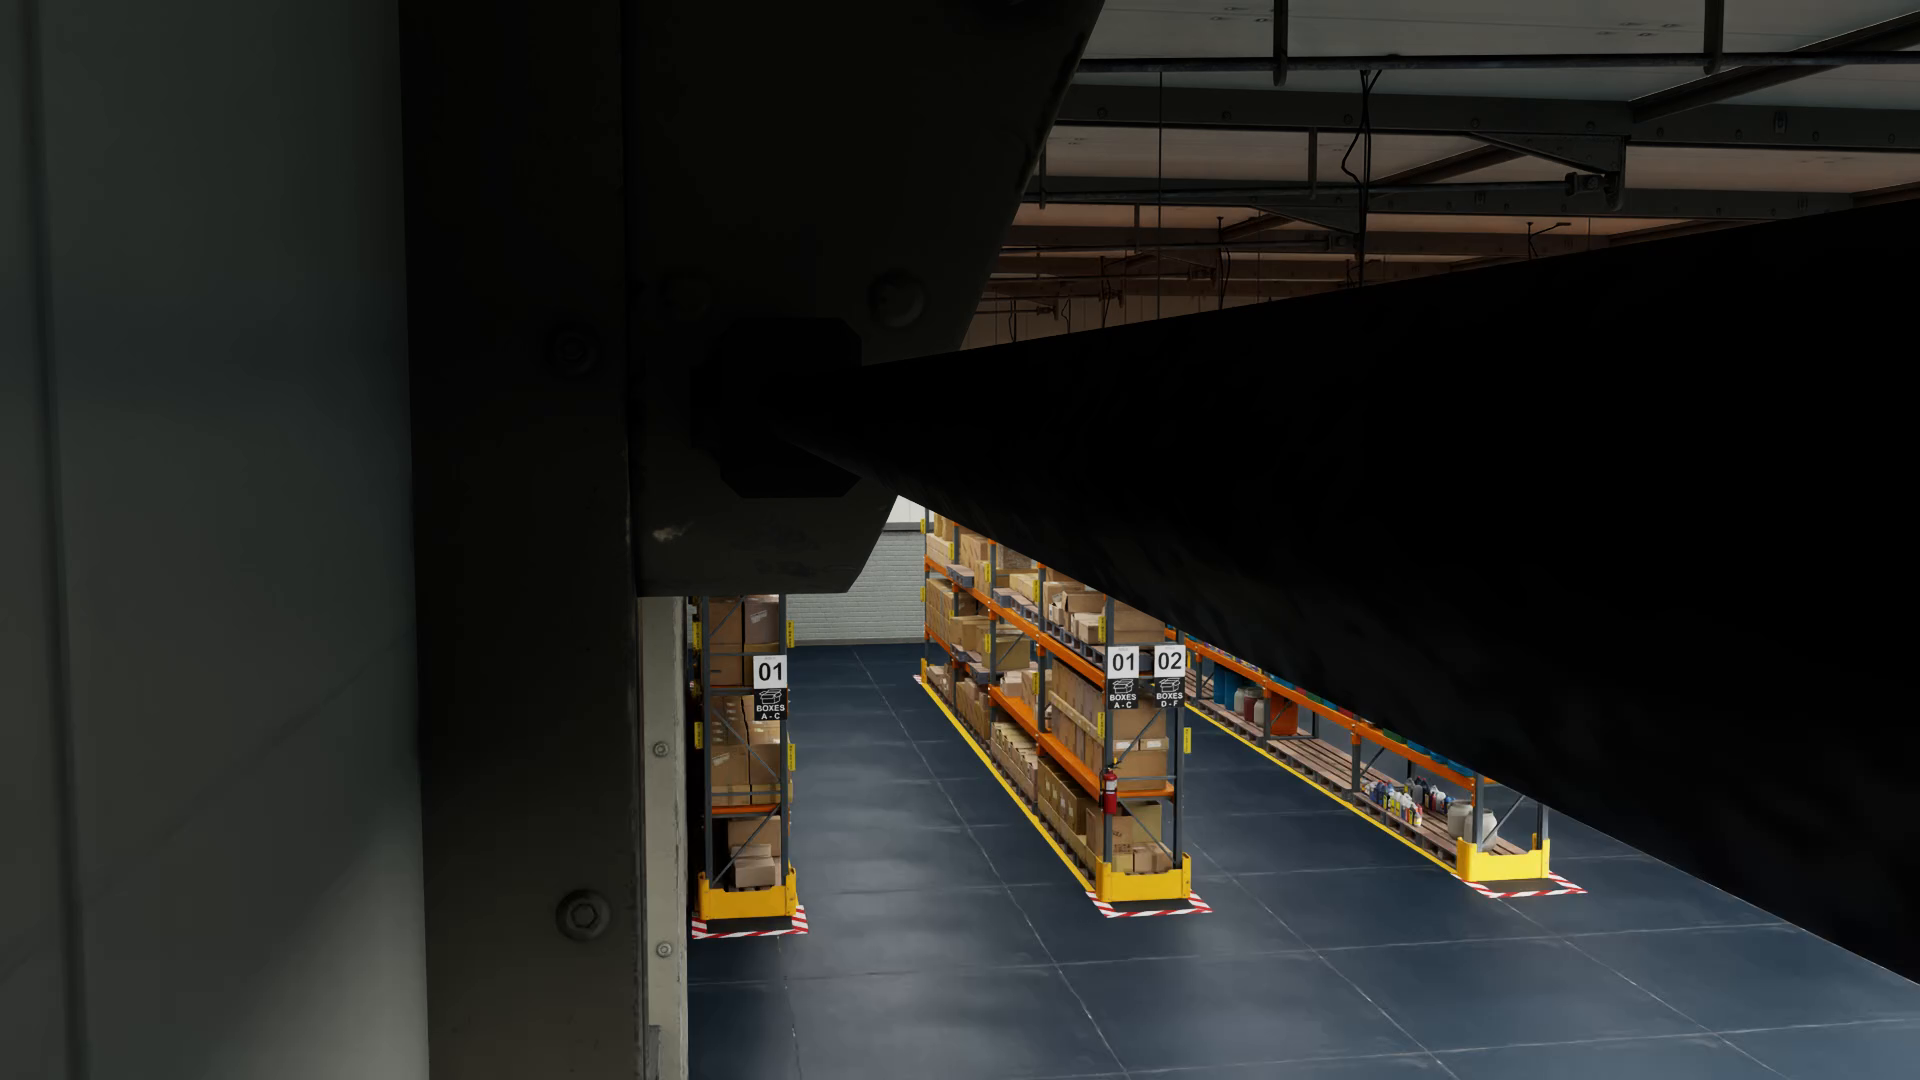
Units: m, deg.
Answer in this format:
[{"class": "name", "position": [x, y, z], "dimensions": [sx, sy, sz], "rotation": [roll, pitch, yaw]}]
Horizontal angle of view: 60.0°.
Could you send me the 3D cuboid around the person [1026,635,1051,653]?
[{"class": "person", "position": [1.838, 1.920, 40.759], "dimensions": [1.056, 1.661, 0.525], "rotation": [2, 5, 24]}]
